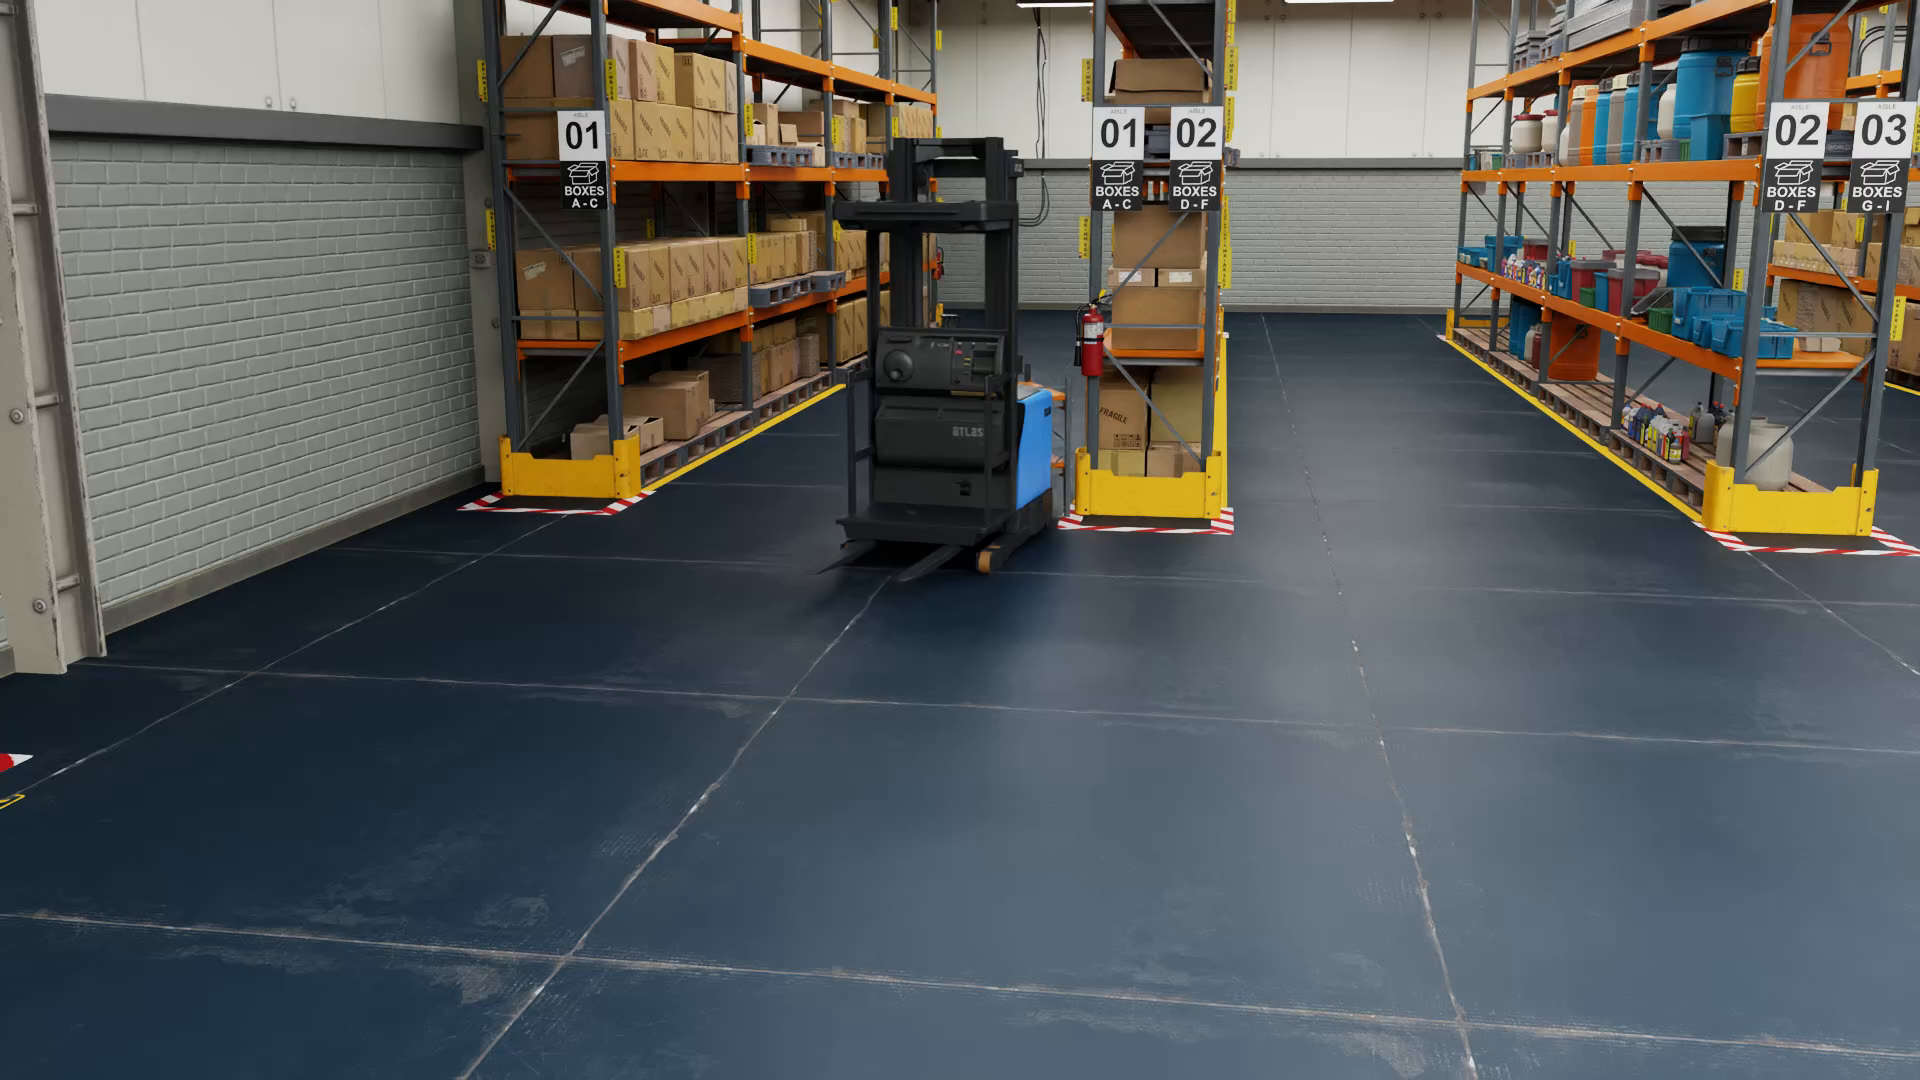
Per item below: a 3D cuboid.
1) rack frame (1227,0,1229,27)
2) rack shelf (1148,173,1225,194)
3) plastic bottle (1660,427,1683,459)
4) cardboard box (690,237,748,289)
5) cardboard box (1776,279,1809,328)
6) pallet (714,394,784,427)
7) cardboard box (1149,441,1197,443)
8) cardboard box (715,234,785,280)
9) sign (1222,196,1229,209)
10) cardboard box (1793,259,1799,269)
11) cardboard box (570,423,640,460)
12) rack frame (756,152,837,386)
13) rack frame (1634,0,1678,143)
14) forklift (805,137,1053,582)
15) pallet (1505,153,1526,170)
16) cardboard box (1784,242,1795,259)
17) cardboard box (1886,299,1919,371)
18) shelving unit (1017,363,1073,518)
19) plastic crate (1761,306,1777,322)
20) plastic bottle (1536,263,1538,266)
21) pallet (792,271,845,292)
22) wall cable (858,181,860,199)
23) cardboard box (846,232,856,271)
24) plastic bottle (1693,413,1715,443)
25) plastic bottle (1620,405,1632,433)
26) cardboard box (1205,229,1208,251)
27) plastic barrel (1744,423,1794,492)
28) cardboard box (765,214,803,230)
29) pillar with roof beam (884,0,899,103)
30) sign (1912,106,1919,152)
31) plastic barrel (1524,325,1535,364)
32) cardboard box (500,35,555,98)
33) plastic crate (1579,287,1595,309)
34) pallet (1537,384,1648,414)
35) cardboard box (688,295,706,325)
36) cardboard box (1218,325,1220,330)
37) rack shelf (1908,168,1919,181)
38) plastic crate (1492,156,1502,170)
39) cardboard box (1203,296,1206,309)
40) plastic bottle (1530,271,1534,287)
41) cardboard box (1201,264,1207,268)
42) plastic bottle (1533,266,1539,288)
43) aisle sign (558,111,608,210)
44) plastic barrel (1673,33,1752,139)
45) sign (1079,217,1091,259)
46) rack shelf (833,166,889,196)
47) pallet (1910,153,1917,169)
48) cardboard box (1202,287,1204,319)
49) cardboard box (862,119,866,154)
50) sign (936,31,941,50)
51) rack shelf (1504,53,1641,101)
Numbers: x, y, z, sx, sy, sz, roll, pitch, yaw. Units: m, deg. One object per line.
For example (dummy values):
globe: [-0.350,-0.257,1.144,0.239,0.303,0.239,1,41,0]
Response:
rack frame: [3.990,-7.957,28.057,1.000,3.000,0.127,2,12,9]
rack shelf: [3.067,-4.890,22.653,1.077,0.370,4.000,2,12,9]
plastic bottle: [6.338,-0.865,14.806,0.152,0.276,0.135,2,12,9]
cardboard box: [-2.518,-2.881,17.271,0.500,0.500,0.500,2,12,9]
cardboard box: [13.759,-3.734,26.745,0.875,0.875,0.875,2,12,9]
pallet: [-2.633,-1.485,18.885,1.003,0.211,1.213,2,12,9]
cardboard box: [1.905,-0.764,14.448,0.500,0.250,0.500,2,12,9]
cardboard box: [-2.475,-3.309,19.448,0.700,0.500,0.500,4,13,16]
sign: [4.535,-5.723,28.431,0.100,0.325,0.005,2,12,9]
cardboard box: [13.241,-4.303,25.936,0.380,0.149,0.250,2,12,8]
cardboard box: [-3.171,-0.896,14.867,0.500,0.311,0.500,0,12,2]
rack frame: [-2.136,-3.519,21.703,1.000,3.000,0.127,2,12,9]
rack frame: [7.038,-5.298,15.718,1.000,3.000,0.127,2,12,9]
forklift: [-0.205,-1.288,11.511,1.130,2.935,3.031,4,13,17]
pallet: [8.245,-5.238,23.009,1.213,0.211,1.003,2,12,9]
cardboard box: [13.364,-4.576,26.254,0.500,0.250,0.500,2,12,8]
cardboard box: [12.948,-2.717,22.028,1.225,0.875,0.875,1,12,7]
shelving unit: [0.497,-0.826,13.657,0.538,1.125,1.048,-4,13,-16]
plastic crate: [7.136,-2.054,15.255,0.499,0.251,0.616,2,12,9]
plastic bottle: [7.711,-3.574,22.265,0.097,0.271,0.097,0,12,0]
pallet: [-2.140,-3.274,21.019,1.213,0.211,1.003,2,12,9]
wall cable: [-1.643,-5.978,30.702,0.084,1.984,1.851,2,12,9]
cardboard box: [-1.718,-3.925,22.594,0.500,0.500,0.500,2,12,11]
plastic bottle: [7.044,-1.065,15.737,0.152,0.276,0.135,2,12,9]
plastic bottle: [6.556,-1.195,16.349,0.097,0.271,0.097,0,12,0]
cardboard box: [3.075,-3.933,22.387,0.700,0.500,0.500,4,13,19]
plastic barrel: [6.449,-0.661,13.351,0.421,0.512,0.421,0,12,0]
cardboard box: [-2.322,-4.193,22.057,0.500,0.250,0.500,2,12,10]
pillar with roof beam: [2.909,-8.568,30.889,9.100,9.000,0.400,2,12,9]
sign: [6.966,-2.985,12.082,0.100,0.325,0.005,2,12,9]
plastic barrel: [7.884,-2.645,22.556,0.421,0.512,0.421,0,12,0]
cardboard box: [-3.558,-3.966,13.997,0.500,0.500,0.500,2,12,11]
plastic crate: [7.027,-2.634,18.097,0.450,0.188,0.662,2,12,9]
pallet: [7.496,-1.675,19.765,1.003,0.211,1.213,2,12,9]
cardboard box: [-2.747,-2.201,15.895,0.500,0.250,0.500,2,12,9]
cardboard box: [3.269,-2.651,22.566,0.500,0.500,0.500,2,12,8]
rack shelf: [12.855,-4.569,21.160,1.077,0.370,4.000,2,12,9]
plastic crate: [8.035,-5.492,24.238,0.450,0.188,0.662,2,12,9]
cardboard box: [2.483,-2.582,17.950,0.380,0.149,0.250,2,12,9]
plastic bottle: [7.455,-3.392,21.585,0.097,0.201,0.097,0,12,0]
cardboard box: [1.880,-2.242,13.998,0.380,0.149,0.250,2,12,9]
plastic bottle: [7.425,-3.386,21.389,0.097,0.271,0.097,0,12,0]
aisle sign: [-3.081,-3.100,13.587,0.394,0.787,0.004,2,12,9]
plastic barrel: [6.780,-4.078,14.991,0.600,0.901,0.708,2,12,9]
sign: [0.995,-2.396,13.182,0.100,0.325,0.005,2,12,9]
rack shelf: [-1.828,-5.050,23.394,1.077,0.370,4.000,2,12,9]
pallet: [13.070,-5.051,22.144,0.805,0.209,1.217,1,12,6]
cardboard box: [2.083,-2.483,16.658,0.700,0.500,0.500,2,12,7]
cardboard box: [-1.764,-5.902,24.360,0.700,0.500,0.500,1,12,6]
sign: [-0.371,-8.592,28.596,0.100,0.325,0.005,2,12,9]
rack shelf: [7.961,-6.000,21.631,1.077,0.370,4.000,2,12,9]
